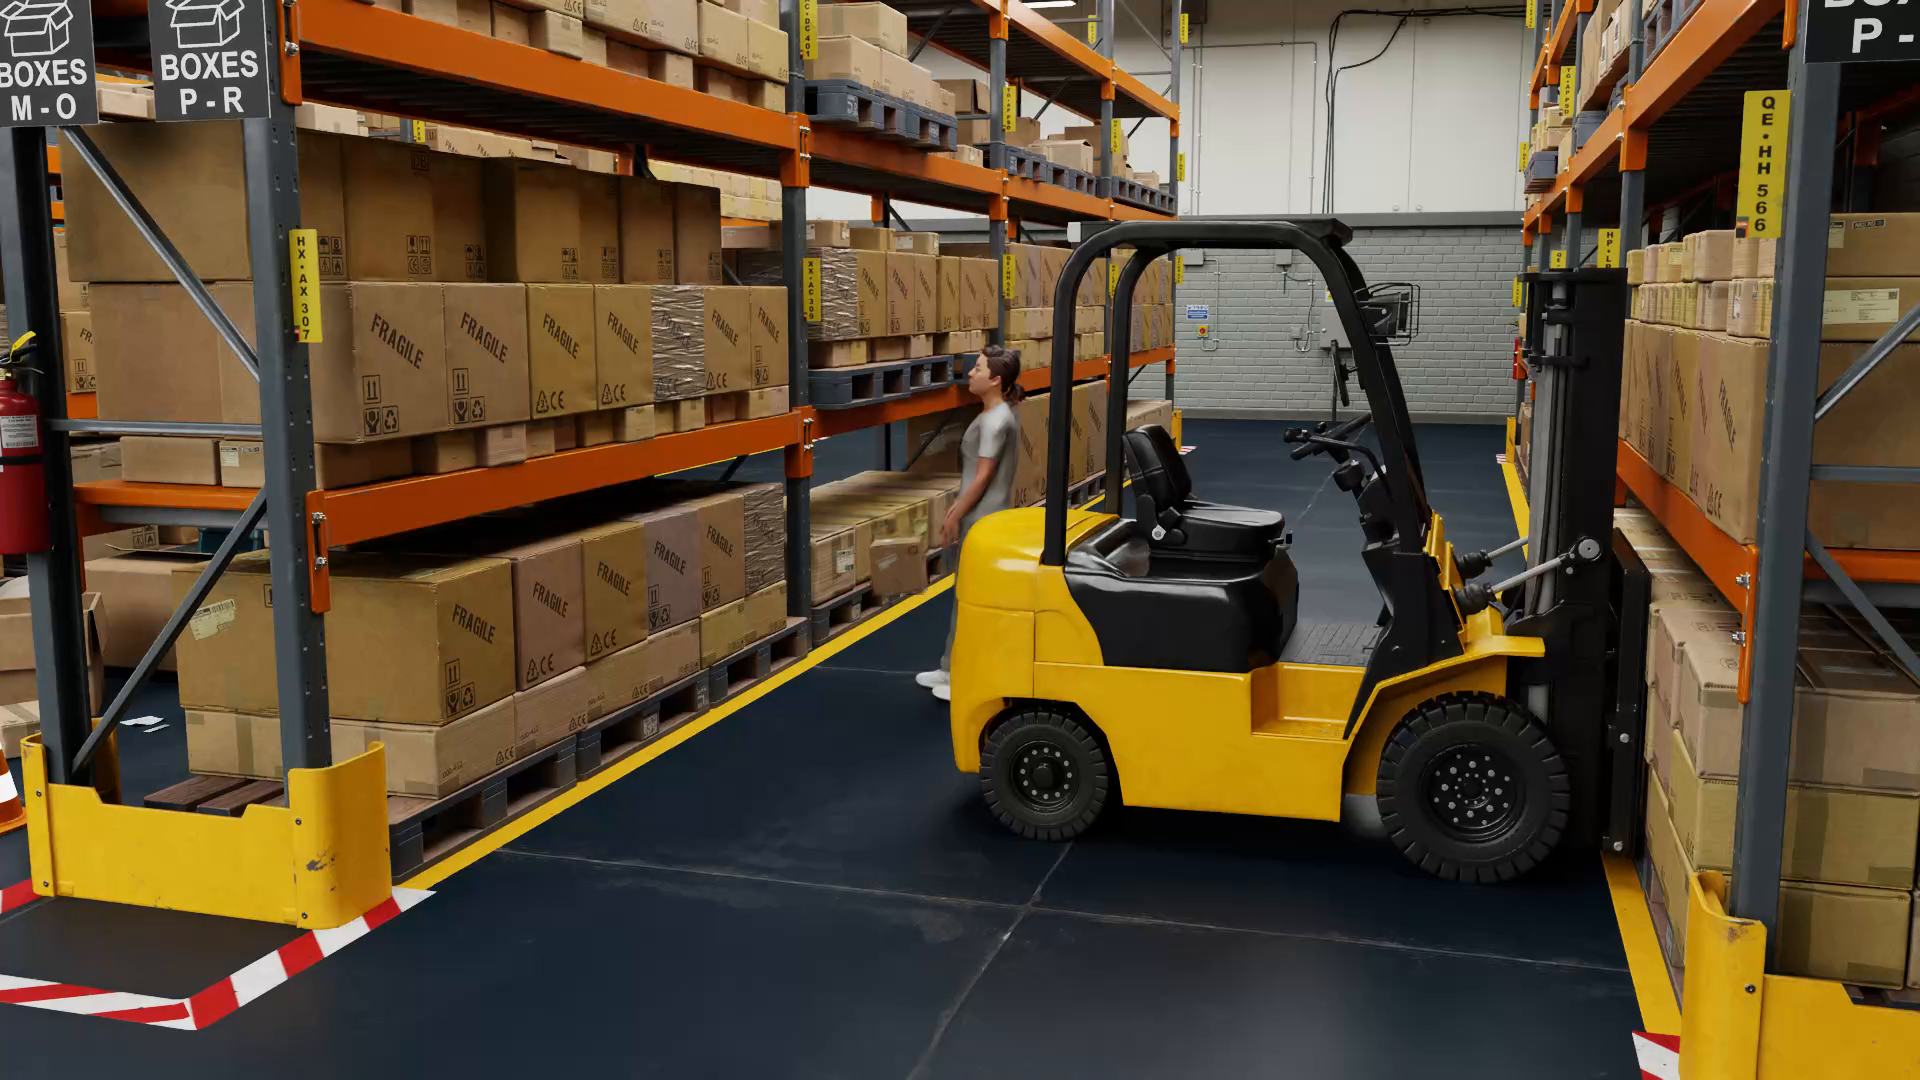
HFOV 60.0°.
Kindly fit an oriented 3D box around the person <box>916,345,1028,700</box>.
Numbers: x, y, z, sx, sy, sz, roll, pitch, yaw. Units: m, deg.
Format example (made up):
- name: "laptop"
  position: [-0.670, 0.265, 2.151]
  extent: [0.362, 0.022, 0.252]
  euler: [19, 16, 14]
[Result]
- name: "person"
  position: [0.043, -0.078, 7.815]
  extent: [0.554, 1.674, 0.522]
  euler: [1, 8, 4]
